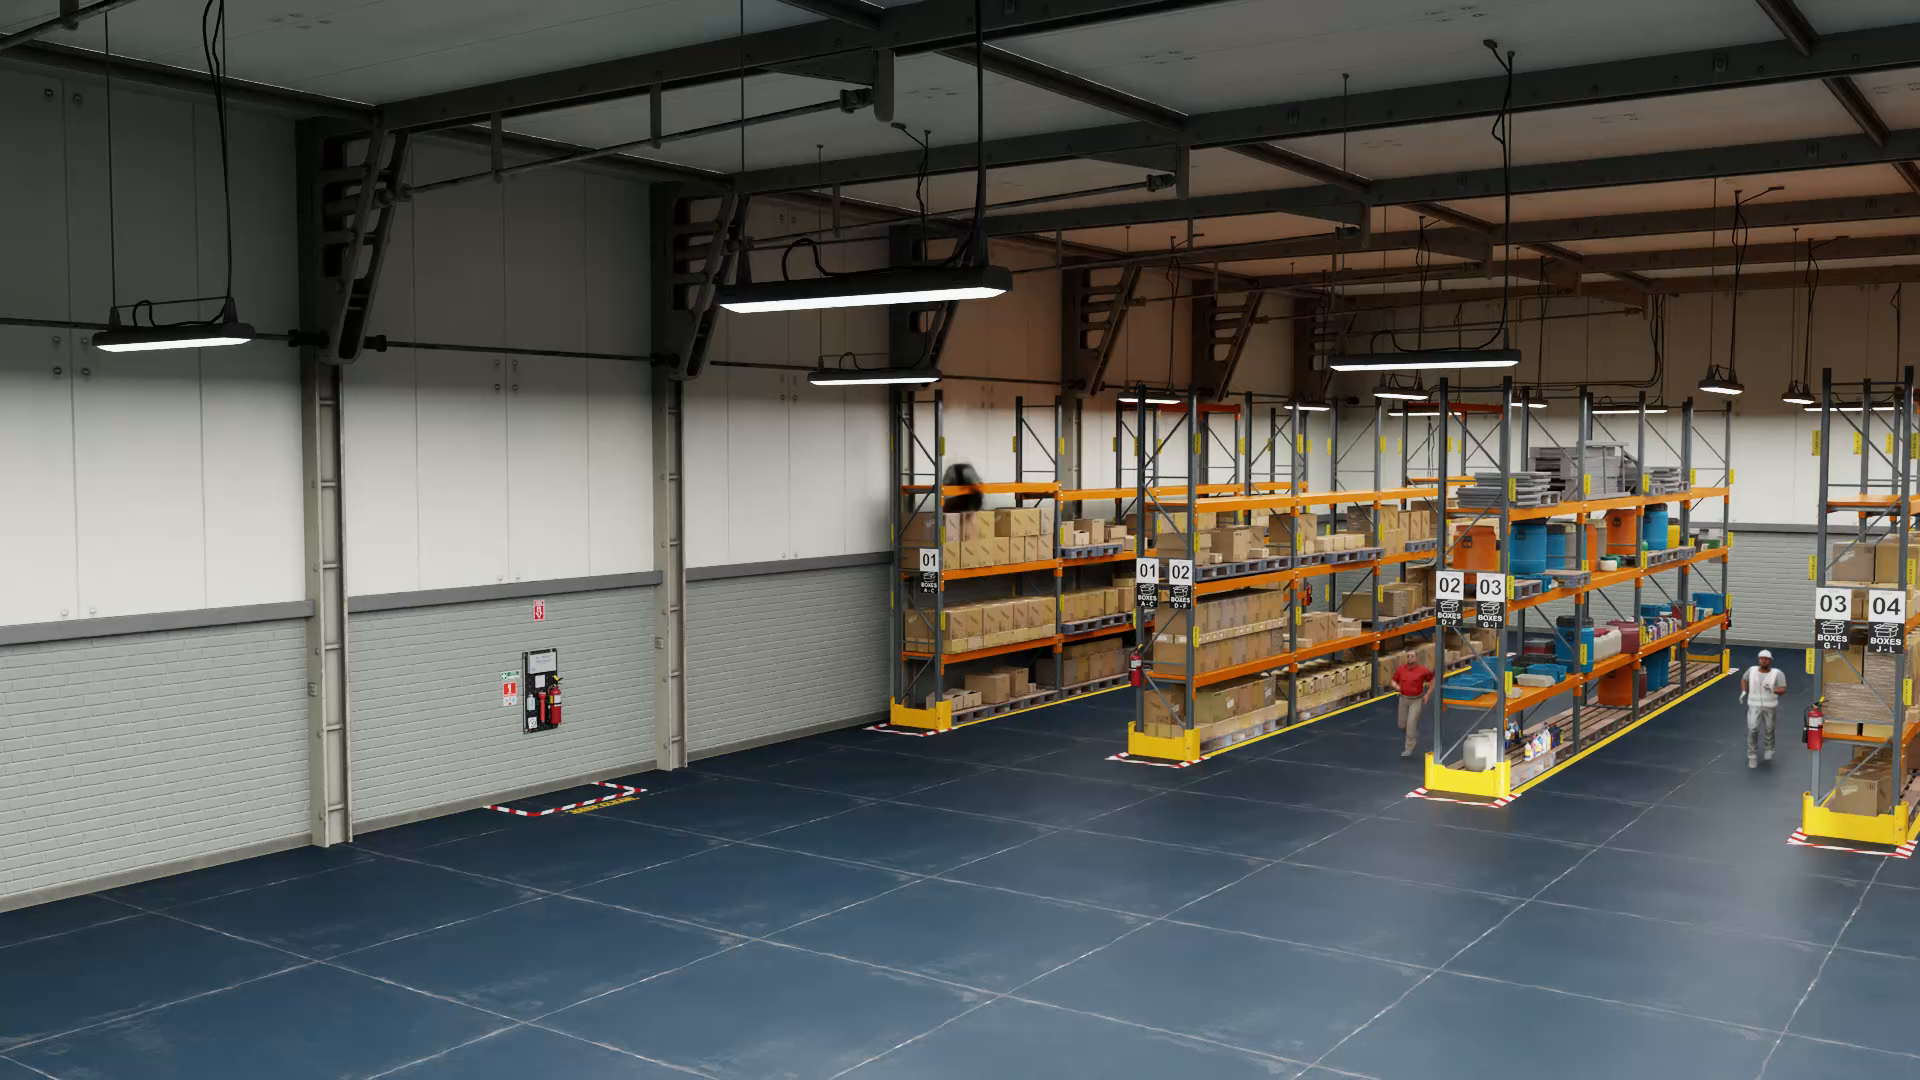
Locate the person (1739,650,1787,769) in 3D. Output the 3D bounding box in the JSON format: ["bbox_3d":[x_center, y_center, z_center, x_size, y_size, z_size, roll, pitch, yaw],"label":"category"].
[{"bbox_3d":[12.569,2.640,26.040,0.670,1.846,0.804,2,4,30],"label":"person"}]

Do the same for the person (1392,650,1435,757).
[{"bbox_3d":[7.335,2.627,26.973,0.676,1.698,0.817,2,4,34],"label":"person"}]
